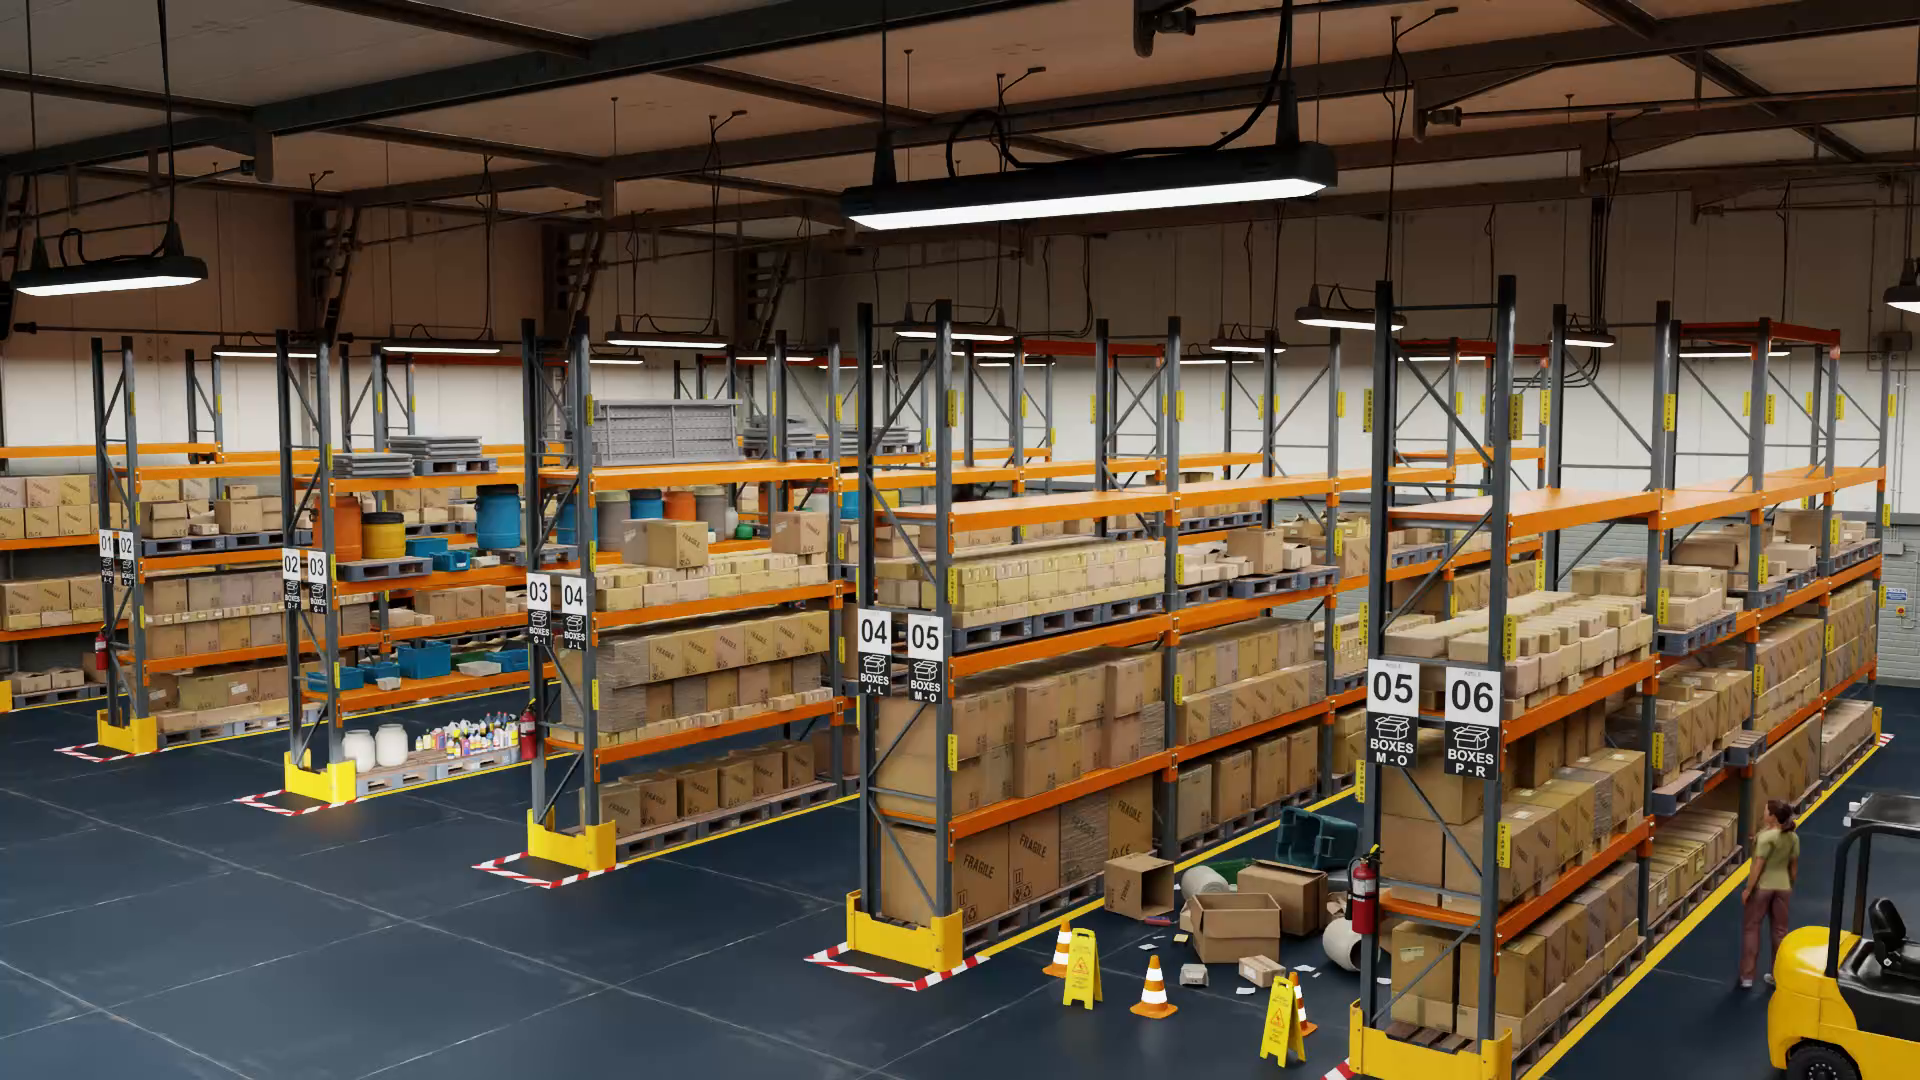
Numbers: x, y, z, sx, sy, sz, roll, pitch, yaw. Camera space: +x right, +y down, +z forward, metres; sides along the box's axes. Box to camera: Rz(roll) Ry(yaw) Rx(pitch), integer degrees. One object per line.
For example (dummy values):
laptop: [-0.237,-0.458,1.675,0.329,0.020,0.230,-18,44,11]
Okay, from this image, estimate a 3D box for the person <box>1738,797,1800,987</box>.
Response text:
person: [7.076,3.082,14.544,0.492,1.683,0.364,0,5,0]
